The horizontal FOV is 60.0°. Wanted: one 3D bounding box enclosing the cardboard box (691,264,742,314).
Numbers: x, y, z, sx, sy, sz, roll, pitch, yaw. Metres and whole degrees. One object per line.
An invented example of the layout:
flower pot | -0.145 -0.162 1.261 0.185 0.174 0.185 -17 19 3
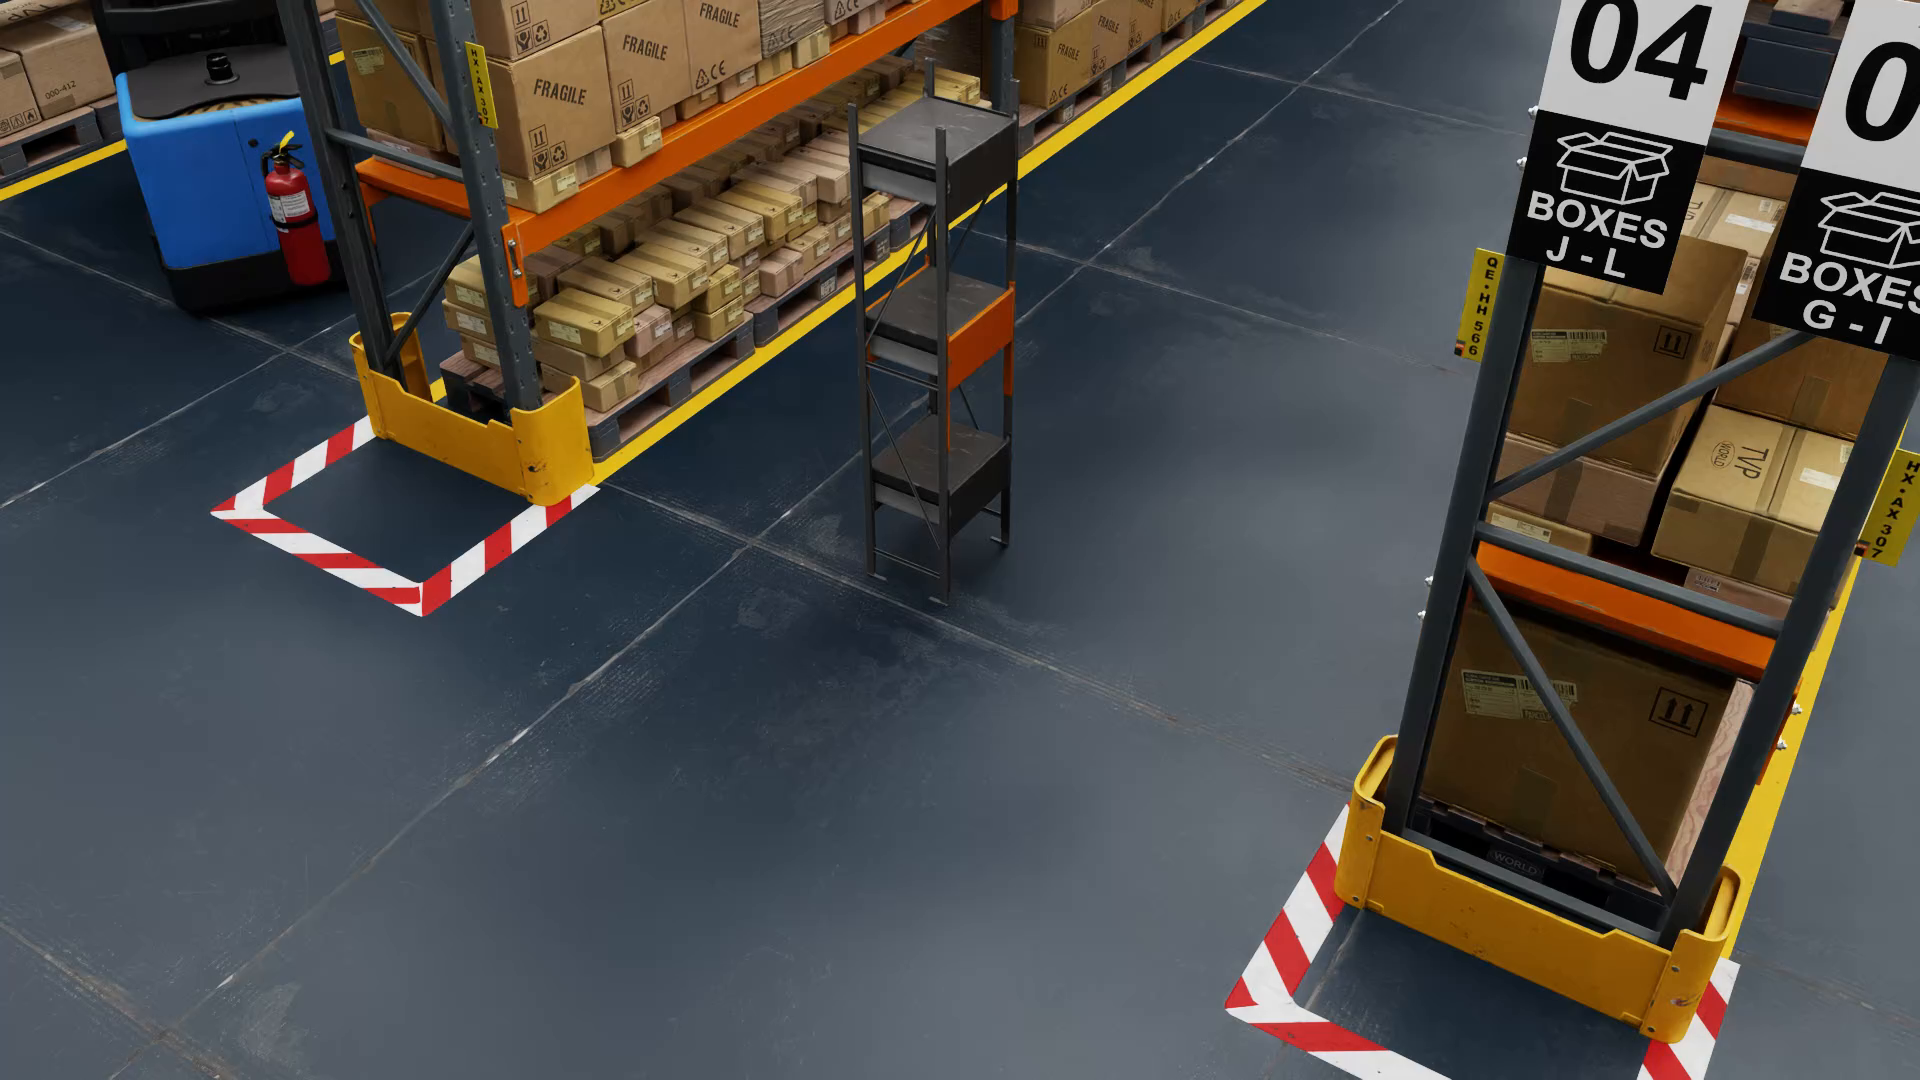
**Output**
cardboard box | -1.303 -1.278 8.198 0.380 0.149 0.250 23 43 26

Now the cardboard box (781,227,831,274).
cardboard box | -0.912 -1.566 8.816 0.380 0.149 0.250 21 42 25

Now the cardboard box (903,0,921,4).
cardboard box | -0.332 -3.014 8.909 0.380 0.149 0.250 23 43 27

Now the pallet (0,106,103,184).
pallet | -6.151 -2.462 10.271 1.003 0.211 1.213 21 42 25

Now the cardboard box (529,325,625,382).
cardboard box | -1.783 -0.903 7.712 0.380 0.149 0.250 23 43 27

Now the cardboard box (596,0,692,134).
cardboard box | -1.541 -2.145 7.250 0.500 0.500 0.500 21 42 25

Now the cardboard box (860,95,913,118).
cardboard box | -0.339 -2.353 9.349 0.380 0.149 0.250 21 42 25

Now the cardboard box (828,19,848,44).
cardboard box | -0.793 -2.626 8.405 0.380 0.149 0.250 21 42 24

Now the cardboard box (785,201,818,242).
cardboard box | -0.977 -1.735 8.791 0.380 0.149 0.250 23 43 27

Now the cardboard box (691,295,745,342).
cardboard box | -1.301 -1.153 8.279 0.380 0.149 0.250 22 43 26

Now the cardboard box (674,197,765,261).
cardboard box | -1.204 -1.558 8.318 0.380 0.149 0.250 23 43 27

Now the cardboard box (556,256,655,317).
cardboard box | -1.666 -1.175 7.822 0.380 0.149 0.250 22 43 26

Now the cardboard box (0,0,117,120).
cardboard box | -5.761 -3.128 10.606 0.875 0.438 0.875 22 43 26

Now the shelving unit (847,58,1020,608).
shelving unit | -0.089 -0.746 6.498 0.431 2.100 0.503 21 42 25

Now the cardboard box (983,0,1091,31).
cardboard box | 0.482 -3.392 10.282 0.500 0.250 0.500 19 42 23

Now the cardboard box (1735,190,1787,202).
cardboard box | 2.981 -1.328 6.395 0.500 0.250 0.500 22 43 26

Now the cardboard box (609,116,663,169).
cardboard box | -1.539 -1.788 7.319 0.380 0.149 0.250 20 42 24

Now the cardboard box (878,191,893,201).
cardboard box | -0.600 -1.988 9.363 0.380 0.149 0.250 20 42 24

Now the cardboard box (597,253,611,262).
cardboard box | -1.961 -1.351 8.293 0.380 0.149 0.250 19 42 23

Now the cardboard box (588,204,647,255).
cardboard box | -1.803 -1.589 8.359 0.380 0.149 0.250 19 42 23

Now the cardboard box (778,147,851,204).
cardboard box | -0.745 -1.932 8.803 0.380 0.149 0.250 20 42 24

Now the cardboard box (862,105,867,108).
cardboard box | -0.661 -2.537 9.832 0.380 0.149 0.250 21 43 25

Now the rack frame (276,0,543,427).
rack frame | -2.280 -1.562 6.819 1.000 3.000 0.127 21 42 25

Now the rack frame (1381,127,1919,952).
rack frame | 1.854 0.112 4.647 1.000 3.000 0.127 21 42 25

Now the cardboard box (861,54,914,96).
cardboard box | -0.496 -2.787 9.912 0.380 0.149 0.250 23 43 27

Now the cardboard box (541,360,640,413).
cardboard box | -1.729 -0.765 7.776 0.380 0.149 0.250 22 43 26

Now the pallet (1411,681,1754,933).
pallet | 2.216 0.779 6.067 1.003 0.211 1.213 21 42 25

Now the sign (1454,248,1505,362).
sign | 1.403 -0.625 4.461 0.100 0.325 0.005 21 42 25

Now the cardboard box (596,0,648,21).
cardboard box | -1.550 -2.522 6.921 0.500 0.500 0.500 22 43 26

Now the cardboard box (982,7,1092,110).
cardboard box | 0.483 -3.095 10.511 0.500 0.500 0.500 23 43 27

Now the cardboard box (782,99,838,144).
cardboard box | -0.908 -2.376 9.379 0.380 0.149 0.250 20 42 24

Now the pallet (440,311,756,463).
pallet | -1.774 -0.904 8.250 1.003 0.211 1.213 21 42 25

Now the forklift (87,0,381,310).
forklift | -4.232 -3.257 9.074 1.130 2.935 3.031 -16 40 -19

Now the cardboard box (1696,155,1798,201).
cardboard box | 2.979 -1.621 6.160 0.500 0.500 0.500 20 42 24

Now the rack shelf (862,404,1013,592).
rack shelf | -0.089 -0.181 6.934 0.431 0.518 0.480 21 42 25

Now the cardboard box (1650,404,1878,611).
cardboard box | 2.339 -0.105 4.809 0.500 0.250 0.500 20 42 24

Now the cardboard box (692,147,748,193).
cardboard box | -1.355 -1.990 8.878 0.380 0.149 0.250 21 42 25

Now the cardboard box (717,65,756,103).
cardboard box | -1.194 -2.216 7.874 0.380 0.149 0.250 20 42 24

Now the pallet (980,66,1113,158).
pallet | 0.279 -2.922 10.867 1.003 0.211 1.213 21 42 25

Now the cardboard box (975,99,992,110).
cardboard box | -0.037 -2.513 9.800 0.380 0.149 0.250 22 43 26

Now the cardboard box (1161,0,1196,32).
cardboard box | 1.323 -3.893 11.547 0.500 0.500 0.500 19 42 23

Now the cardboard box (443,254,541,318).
cardboard box | -2.210 -1.191 7.841 0.380 0.149 0.250 22 43 26

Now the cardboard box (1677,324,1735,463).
cardboard box | 2.162 -0.544 5.378 0.500 0.250 0.500 20 42 24

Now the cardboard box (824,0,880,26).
cardboard box | -0.704 -2.916 8.251 0.500 0.500 0.500 21 42 25

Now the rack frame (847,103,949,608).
rack frame | -0.219 -0.620 6.335 0.400 2.100 0.015 21 42 25

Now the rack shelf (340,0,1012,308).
rack shelf | -1.208 -2.308 8.376 1.077 0.370 4.000 21 42 25

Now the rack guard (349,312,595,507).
rack guard | -2.239 -0.611 7.633 1.175 0.500 0.348 21 42 25

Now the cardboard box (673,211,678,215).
cardboard box | -1.542 -1.748 8.808 0.380 0.149 0.250 23 43 27
